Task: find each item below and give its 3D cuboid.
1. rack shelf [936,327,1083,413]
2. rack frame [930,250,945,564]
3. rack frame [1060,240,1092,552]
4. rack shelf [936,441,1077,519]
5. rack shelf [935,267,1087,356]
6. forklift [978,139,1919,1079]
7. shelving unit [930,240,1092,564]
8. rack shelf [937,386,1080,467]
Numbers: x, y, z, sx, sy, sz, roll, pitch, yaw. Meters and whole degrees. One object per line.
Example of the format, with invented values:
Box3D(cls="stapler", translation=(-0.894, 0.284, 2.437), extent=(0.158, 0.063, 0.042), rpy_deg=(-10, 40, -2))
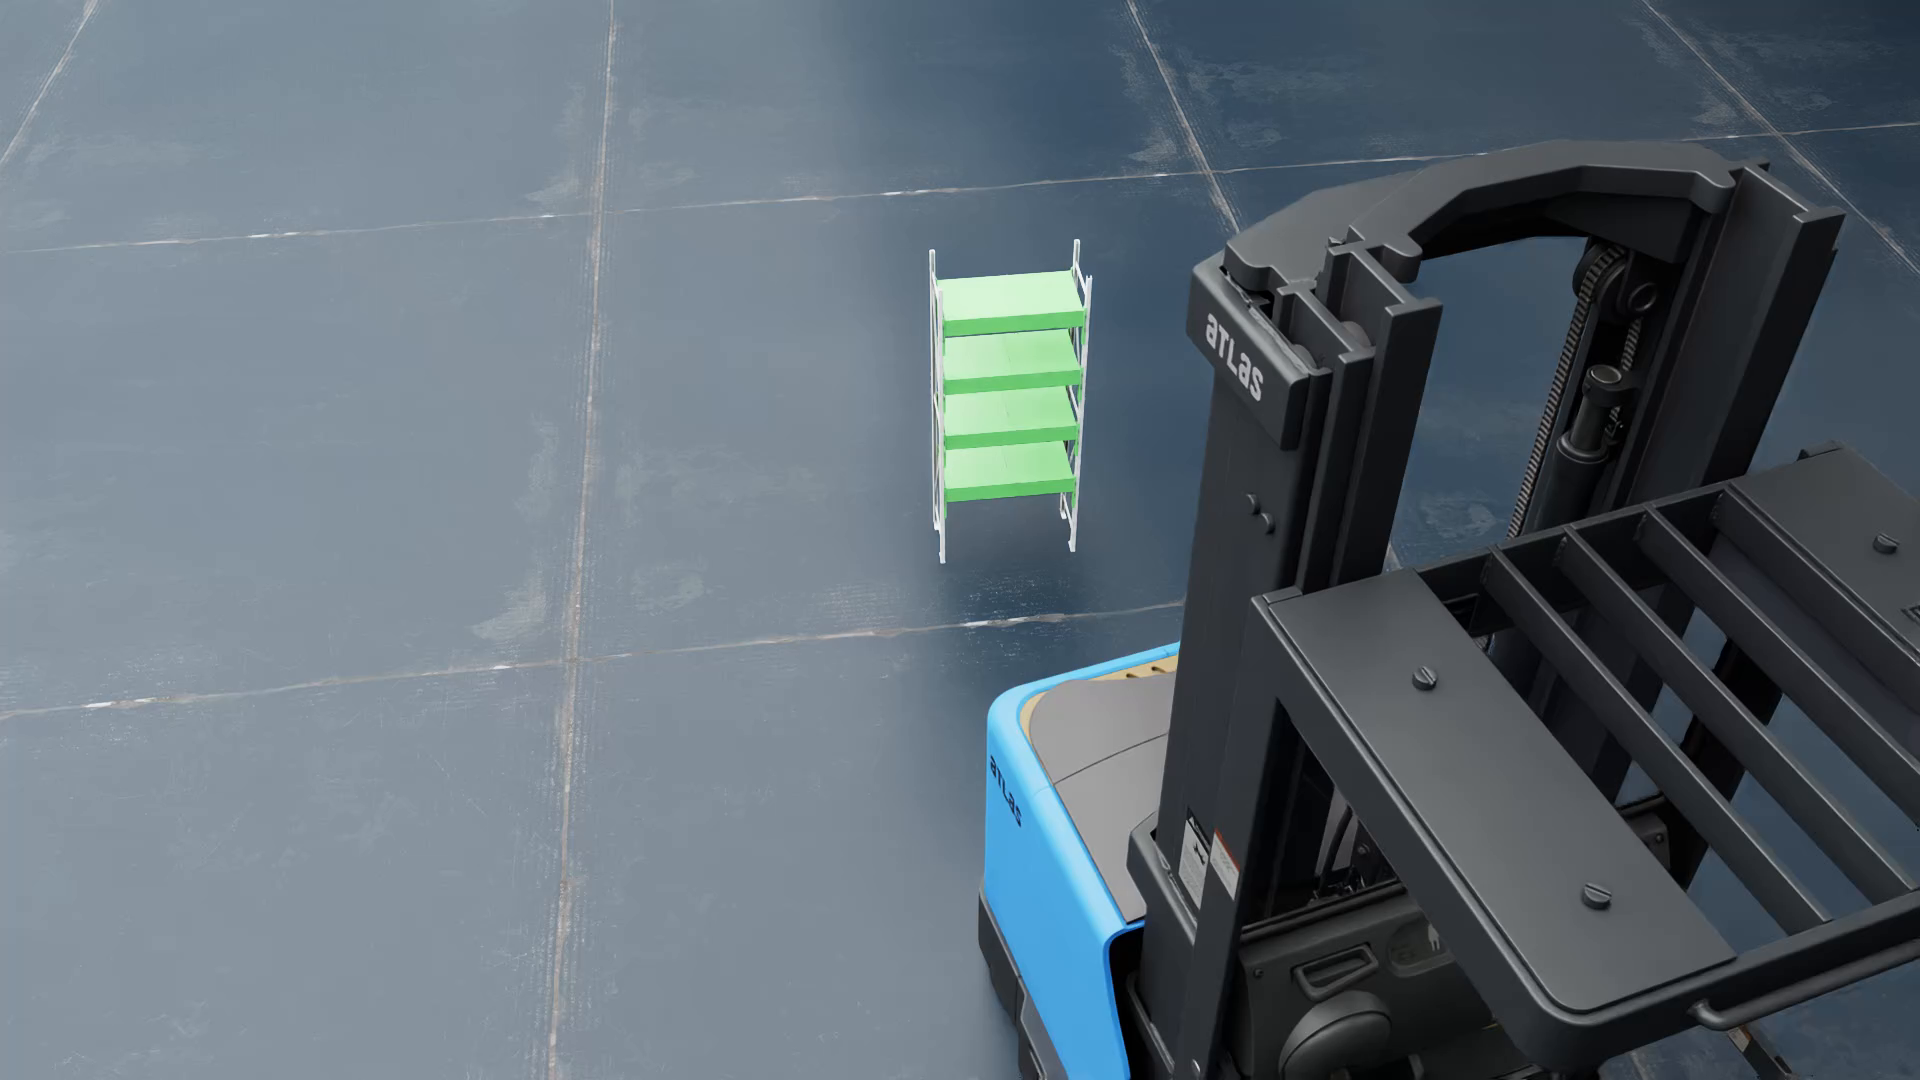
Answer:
Box3D(cls="rack shelf", translation=(0.164, -0.591, 5.746), extent=(0.480, 0.148, 0.258), rpy_deg=(-5, 42, -6))
Box3D(cls="rack frame", translation=(-0.078, -0.439, 5.841), extent=(0.015, 1.200, 0.240), rpy_deg=(-5, 42, -6))
Box3D(cls="rack frame", translation=(0.406, -0.481, 5.888), extent=(0.015, 1.200, 0.240), rpy_deg=(-5, 42, -6))
Box3D(cls="rack shelf", translation=(0.164, -0.234, 6.068), extent=(0.480, 0.148, 0.258), rpy_deg=(-5, 42, -6))
Box3D(cls="rack shelf", translation=(0.164, -0.769, 5.585), extent=(0.480, 0.148, 0.258), rpy_deg=(-5, 42, -6))
Box3D(cls="forklift", translation=(1.040, 0.913, 3.050), extent=(1.130, 2.935, 3.031), rpy_deg=(-14, 44, -15))
Box3D(cls="shelving unit", translation=(0.164, -0.460, 5.864), extent=(0.503, 1.200, 0.258), rpy_deg=(-5, 42, -6))
Box3D(cls="rack shelf", translation=(0.164, -0.412, 5.907), extent=(0.480, 0.148, 0.258), rpy_deg=(-5, 42, -6))
